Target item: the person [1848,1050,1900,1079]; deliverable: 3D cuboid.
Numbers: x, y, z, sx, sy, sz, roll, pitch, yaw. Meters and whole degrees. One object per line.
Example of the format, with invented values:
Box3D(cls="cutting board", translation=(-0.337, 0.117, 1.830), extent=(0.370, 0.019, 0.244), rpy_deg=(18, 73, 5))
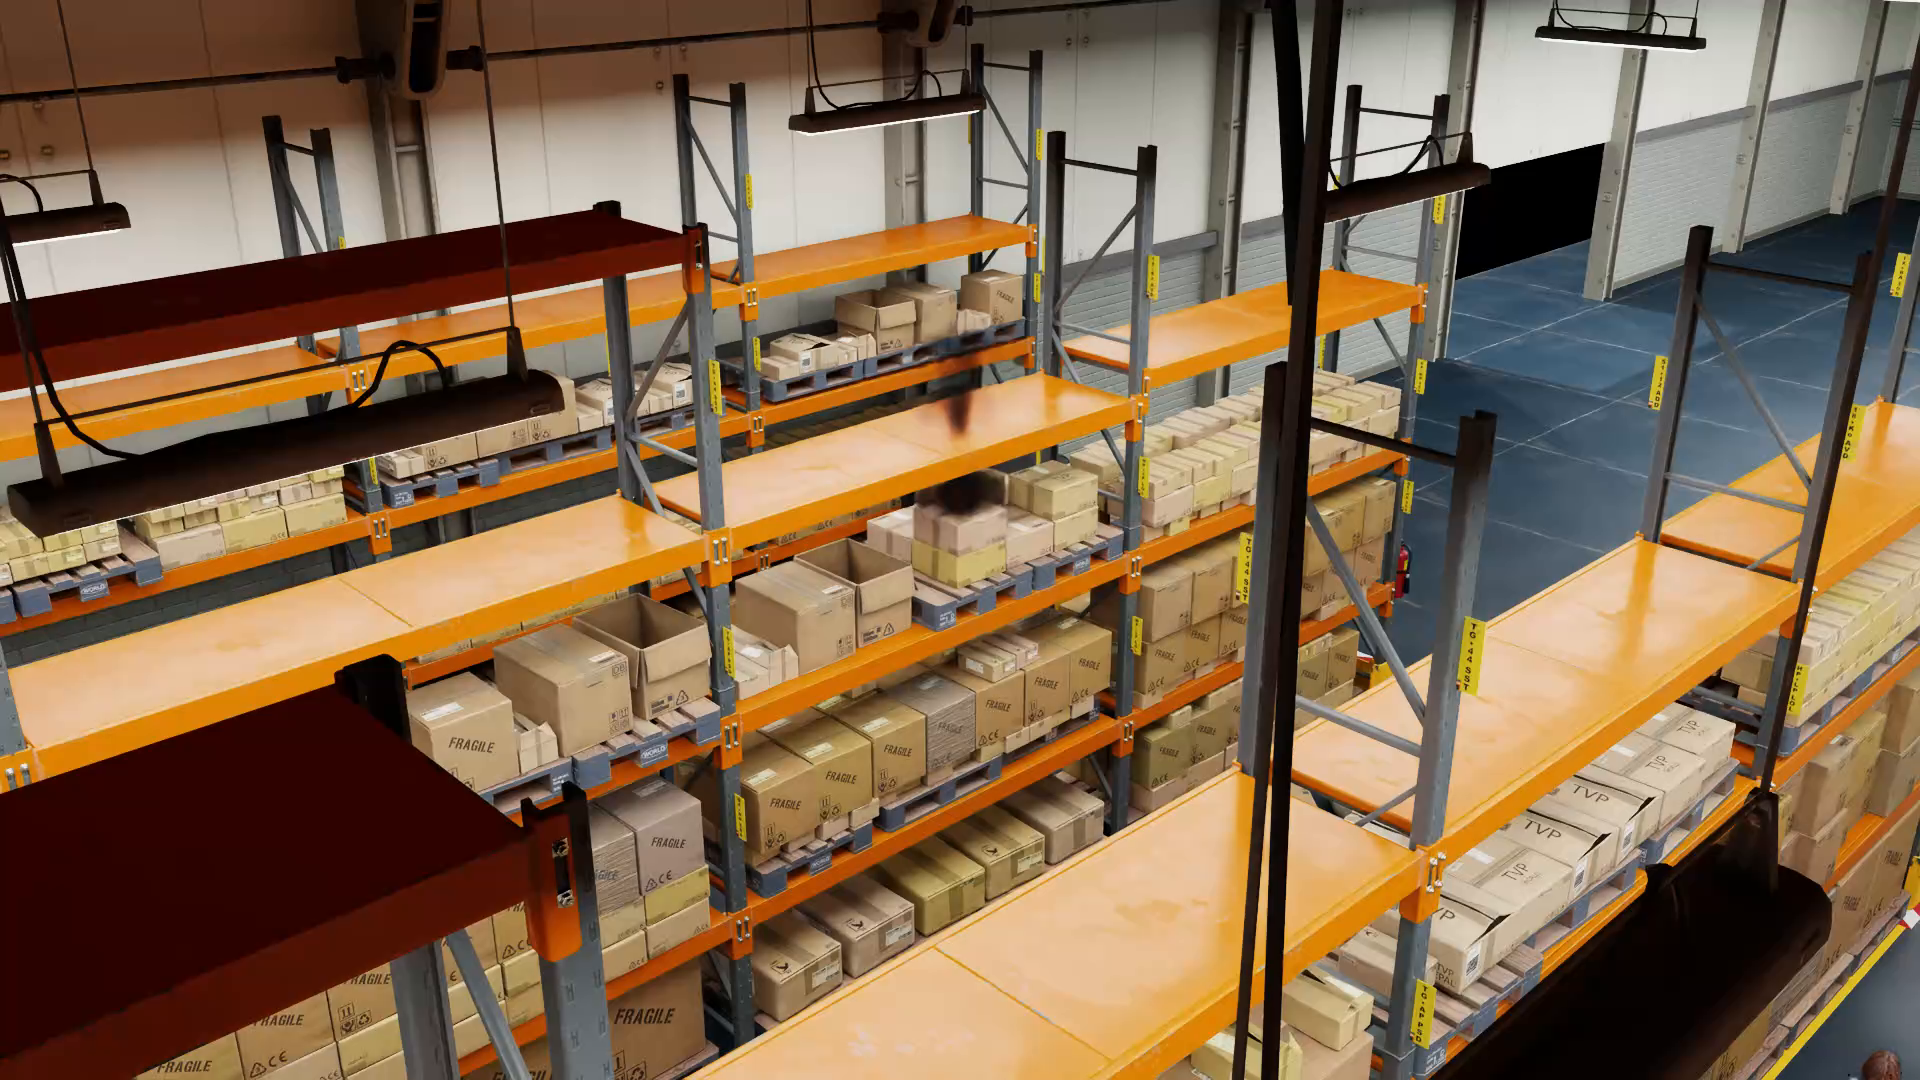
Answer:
Box3D(cls="person", translation=(5.276, 3.686, 9.792), extent=(0.530, 1.622, 0.825), rpy_deg=(20, 30, 40))
